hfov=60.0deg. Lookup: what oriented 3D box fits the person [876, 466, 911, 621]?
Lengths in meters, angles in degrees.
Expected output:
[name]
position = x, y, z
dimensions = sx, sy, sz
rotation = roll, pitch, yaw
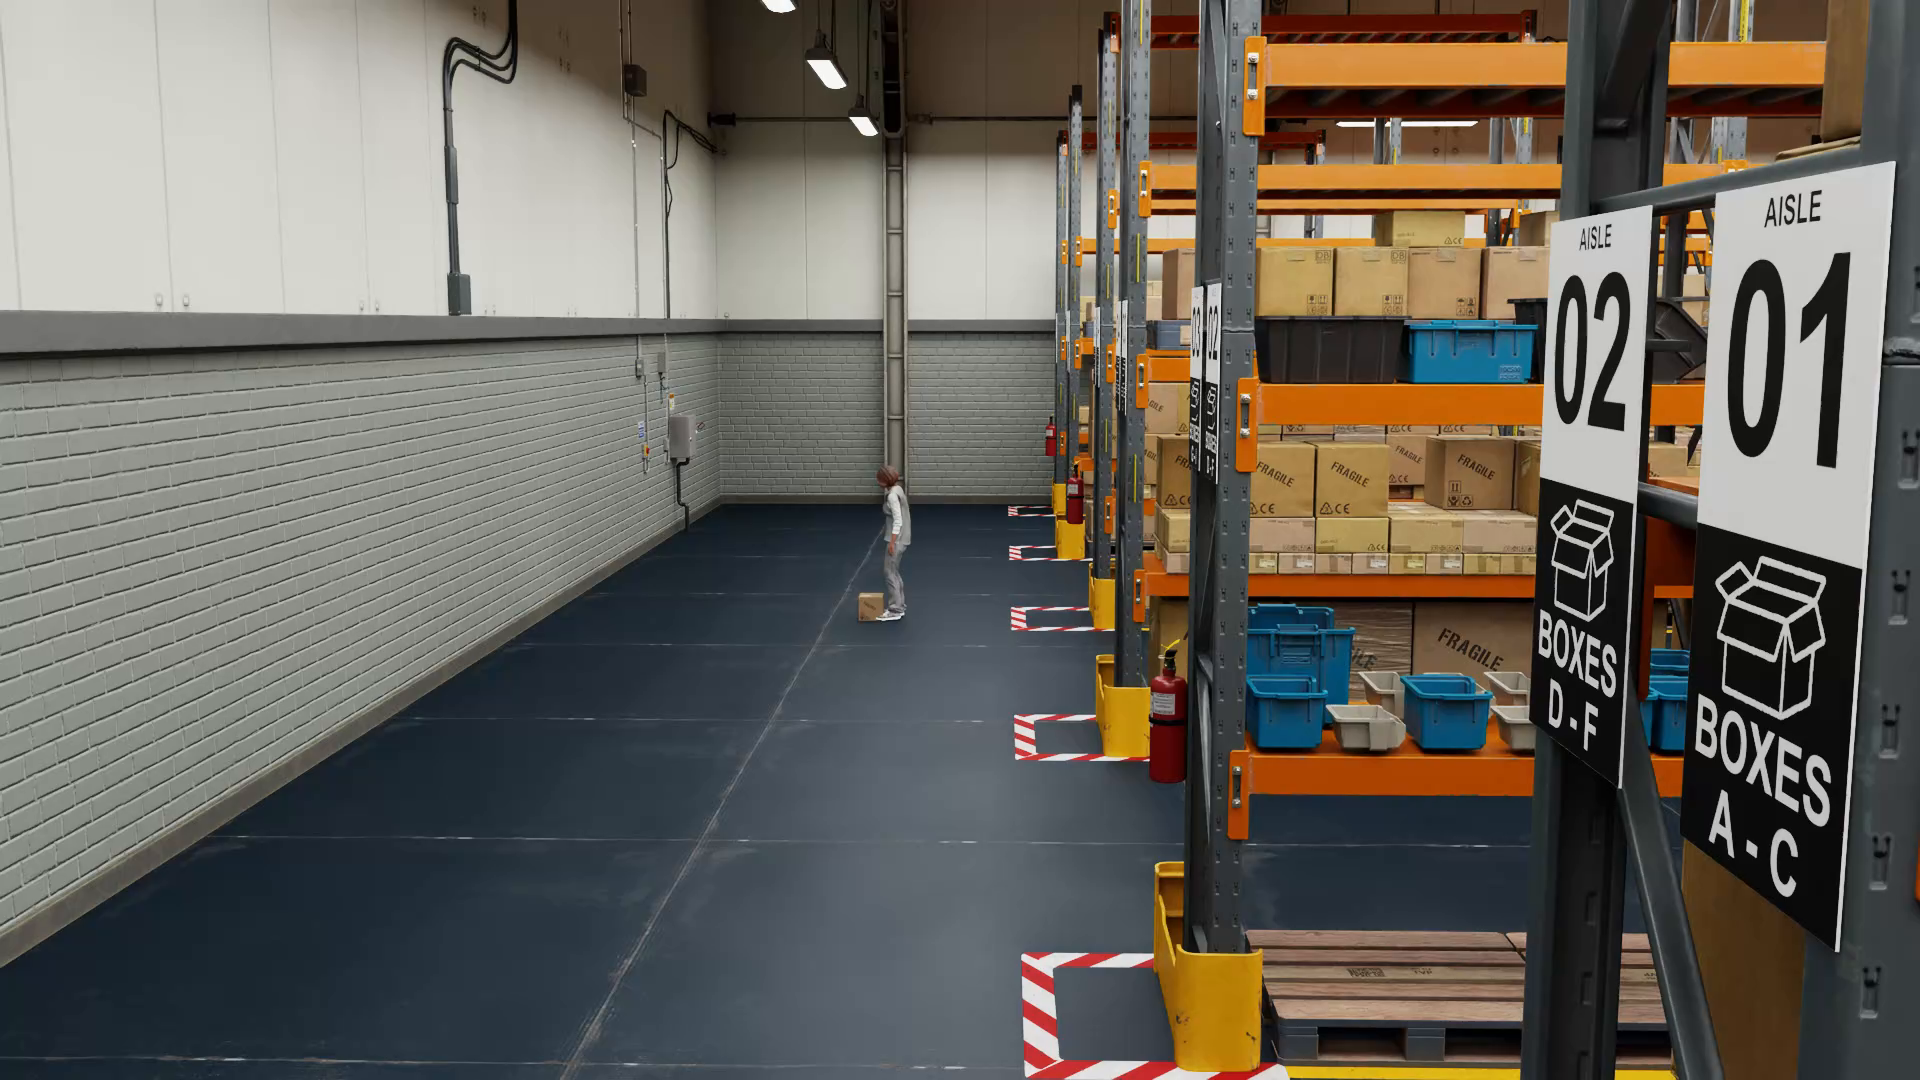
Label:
[person]
position = -0.696, 0.027, 17.120
dimensions = 0.378, 1.592, 0.480
rotation = 0, 7, -2
